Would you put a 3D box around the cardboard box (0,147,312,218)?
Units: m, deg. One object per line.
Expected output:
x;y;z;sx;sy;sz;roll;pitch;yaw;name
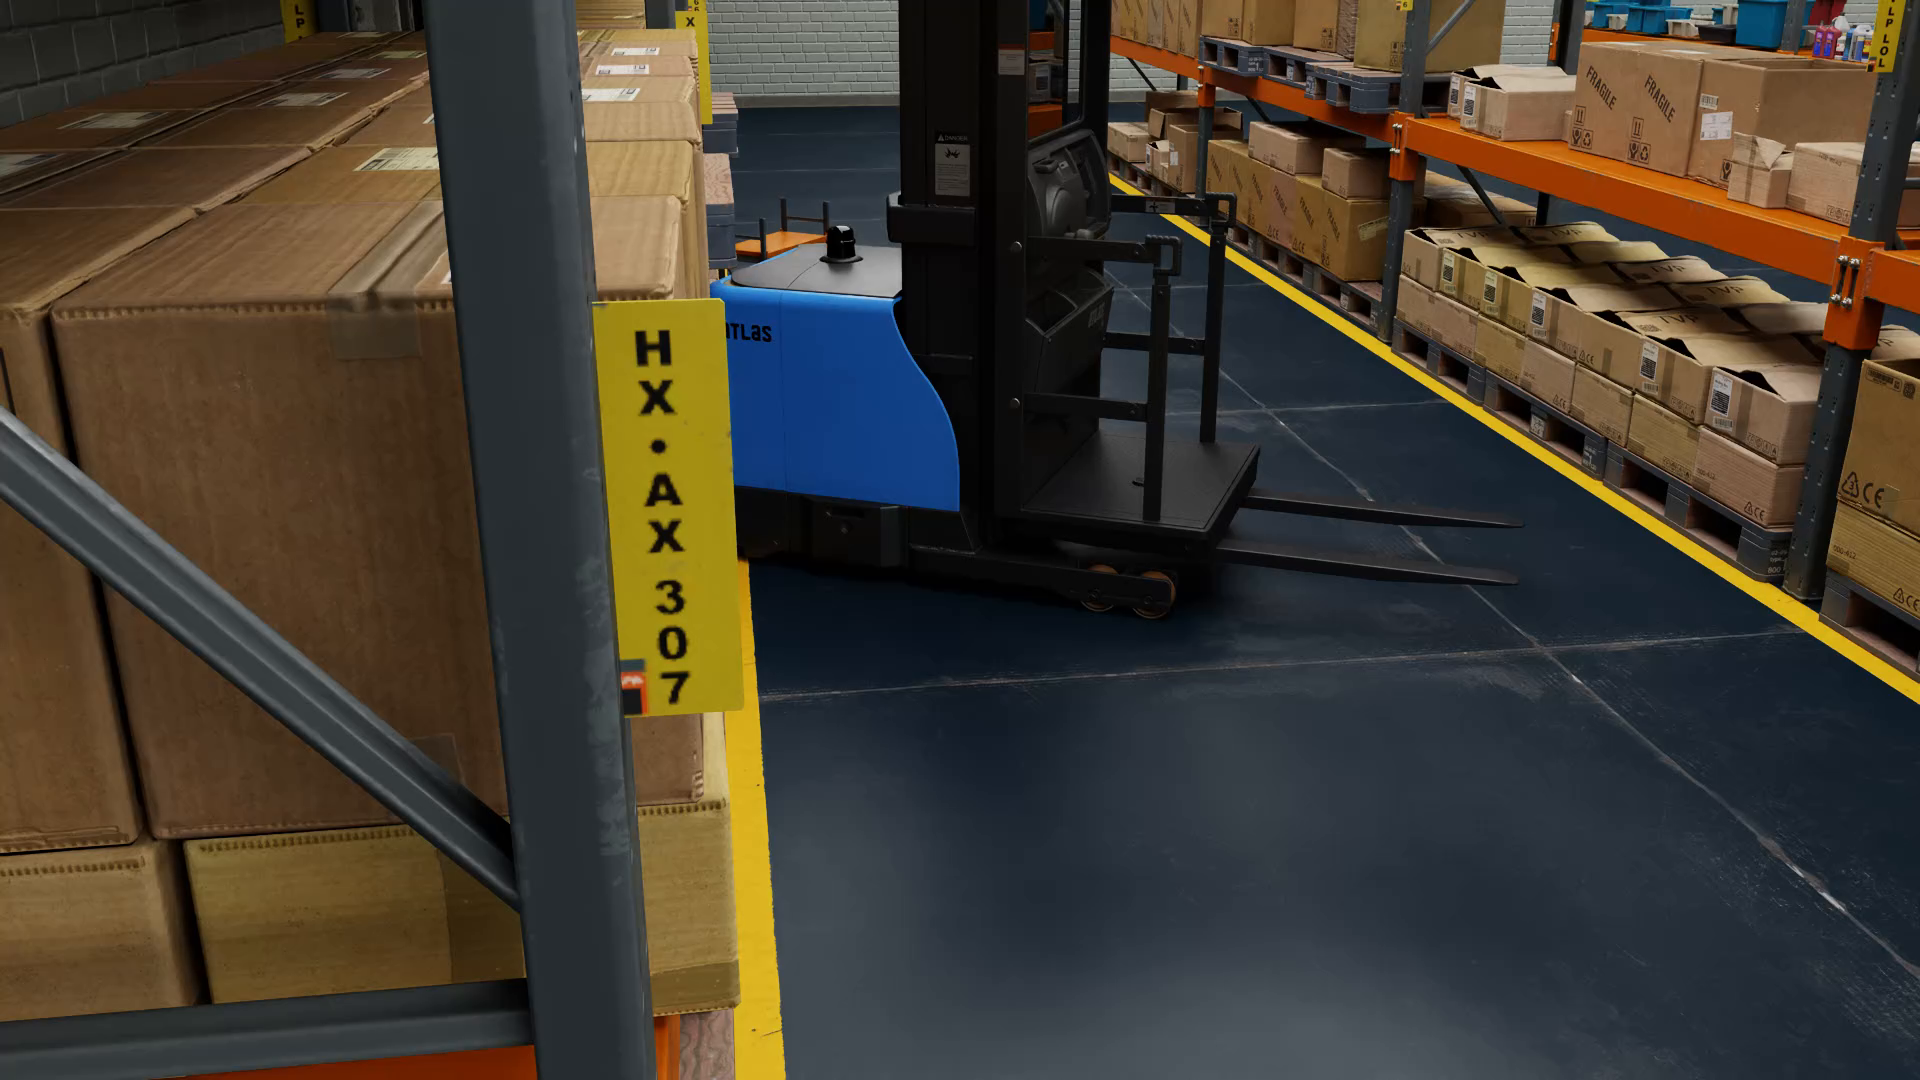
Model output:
-1.096;-0.202;2.085;0.500;0.500;0.500;-3;21;-7;cardboard box

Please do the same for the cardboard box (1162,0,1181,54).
2.015;-4.376;14.002;0.500;0.500;0.500;-2;21;-6;cardboard box

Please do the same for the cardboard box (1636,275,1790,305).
3.534;-1.080;7.849;0.500;0.311;0.500;-2;21;-6;cardboard box

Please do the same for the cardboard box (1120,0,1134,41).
1.792;-4.903;15.414;0.500;0.500;0.500;-3;21;-8;cardboard box

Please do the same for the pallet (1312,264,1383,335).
2.923;-1.560;10.591;1.003;0.211;1.213;-3;21;-8;pallet

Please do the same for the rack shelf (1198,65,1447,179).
2.705;-2.961;11.385;1.077;0.370;4.000;-3;21;-8;rack shelf

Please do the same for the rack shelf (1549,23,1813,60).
7.031;-4.595;15.759;1.077;0.370;4.000;-3;21;-8;rack shelf

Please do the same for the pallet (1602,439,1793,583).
3.425;-0.168;6.863;1.003;0.211;1.213;-3;21;-8;pallet

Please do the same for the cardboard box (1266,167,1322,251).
2.470;-2.313;11.566;0.500;0.500;0.500;-4;21;-10;cardboard box

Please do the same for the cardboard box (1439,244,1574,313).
2.862;-1.399;8.704;0.500;0.311;0.500;-3;21;-9;cardboard box

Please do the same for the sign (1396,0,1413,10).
2.458;-3.080;9.135;0.100;0.325;0.005;-3;21;-8;sign

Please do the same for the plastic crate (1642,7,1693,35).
6.685;-4.912;15.734;0.416;0.233;0.300;-3;21;-8;plastic crate

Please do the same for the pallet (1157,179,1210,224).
2.319;-2.922;14.238;1.003;0.211;1.213;-3;21;-8;pallet

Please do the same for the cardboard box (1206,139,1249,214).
2.245;-2.846;12.992;0.500;0.500;0.500;-4;21;-10;cardboard box

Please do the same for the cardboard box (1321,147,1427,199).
2.614;-2.323;10.521;0.500;0.250;0.500;-2;21;-6;cardboard box

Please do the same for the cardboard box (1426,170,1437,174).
2.982;-2.348;11.660;0.500;0.500;0.500;-4;21;-10;cardboard box

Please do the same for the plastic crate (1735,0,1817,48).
6.914;-4.404;14.158;0.392;0.384;0.575;-3;21;-8;plastic crate

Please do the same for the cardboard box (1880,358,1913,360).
3.757;-0.548;6.424;0.500;0.311;0.500;-3;21;-8;cardboard box

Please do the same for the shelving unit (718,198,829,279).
-0.793;-0.847;7.270;0.258;1.200;0.503;10;23;26;shelving unit

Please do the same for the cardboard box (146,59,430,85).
-1.333;-0.735;3.510;0.500;0.500;0.500;-2;21;-6;cardboard box

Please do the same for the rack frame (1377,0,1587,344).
2.993;-2.606;9.405;1.000;3.000;0.127;-3;21;-8;rack frame

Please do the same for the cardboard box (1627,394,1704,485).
3.152;-0.434;6.919;0.500;0.250;0.500;-3;21;-9;cardboard box

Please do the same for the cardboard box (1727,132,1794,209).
3.261;-1.453;6.511;0.396;0.266;0.258;-3;21;-9;cardboard box

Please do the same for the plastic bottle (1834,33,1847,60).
7.003;-3.912;13.188;0.097;0.201;0.097;0;20;0;plastic bottle

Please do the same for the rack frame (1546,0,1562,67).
6.742;-5.624;17.487;1.000;3.000;0.127;-3;21;-8;rack frame

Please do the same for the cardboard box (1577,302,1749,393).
3.077;-0.871;7.288;0.500;0.311;0.500;-3;21;-8;cardboard box

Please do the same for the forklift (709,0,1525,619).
0.590;-1.301;6.009;3.031;2.935;1.130;7;22;18;forklift

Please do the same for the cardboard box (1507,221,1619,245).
3.312;-1.608;9.263;0.500;0.311;0.500;-2;21;-6;cardboard box

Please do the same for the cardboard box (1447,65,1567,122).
3.002;-2.436;9.078;0.500;0.311;0.500;-2;21;-4;cardboard box

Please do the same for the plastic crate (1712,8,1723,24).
7.292;-4.876;15.637;0.416;0.233;0.300;-3;21;-8;plastic crate

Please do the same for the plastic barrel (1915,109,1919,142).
7.482;-3.018;12.909;0.600;0.901;0.708;-3;21;-8;plastic barrel

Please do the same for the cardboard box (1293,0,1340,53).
2.732;-3.626;11.393;0.700;0.500;0.500;-8;22;-21;cardboard box

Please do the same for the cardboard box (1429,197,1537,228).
3.210;-1.813;10.226;0.500;0.500;0.500;-2;21;-5;cardboard box

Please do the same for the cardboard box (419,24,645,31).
-1.371;-1.400;5.407;0.700;0.500;0.500;-3;21;-8;cardboard box

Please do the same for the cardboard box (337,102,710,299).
-0.656;-0.406;2.631;0.500;0.500;0.500;-4;21;-10;cardboard box

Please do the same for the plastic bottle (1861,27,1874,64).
7.051;-3.831;12.870;0.097;0.271;0.097;0;20;0;plastic bottle

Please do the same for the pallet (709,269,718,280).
-2.120;-1.746;11.090;1.003;0.211;1.213;-3;21;-8;pallet

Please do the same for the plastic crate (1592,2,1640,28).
6.547;-5.244;16.622;0.416;0.233;0.300;-3;21;-8;plastic crate

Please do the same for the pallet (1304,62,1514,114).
2.826;-2.747;10.058;1.213;0.211;1.003;-3;21;-8;pallet

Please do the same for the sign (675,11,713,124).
-0.796;-1.405;4.954;0.100;0.325;0.005;-3;21;-8;sign

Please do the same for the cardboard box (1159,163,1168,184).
1.940;-3.171;14.365;0.380;0.149;0.250;-3;21;-8;cardboard box

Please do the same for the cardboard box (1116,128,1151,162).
1.782;-3.745;15.756;0.500;0.250;0.500;-3;21;-8;cardboard box

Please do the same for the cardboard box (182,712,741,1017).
-0.511;0.291;1.835;0.500;0.250;0.500;-4;21;-9;cardboard box

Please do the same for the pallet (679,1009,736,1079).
-1.021;0.991;3.762;1.003;0.211;1.213;-3;21;-8;pallet

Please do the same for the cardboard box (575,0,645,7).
-1.629;-2.015;7.052;0.700;0.500;0.500;-3;21;-8;cardboard box

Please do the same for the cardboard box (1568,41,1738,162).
3.251;-2.072;7.835;0.500;0.500;0.500;-4;21;-11;cardboard box

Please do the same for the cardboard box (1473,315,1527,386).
2.932;-0.964;8.341;0.500;0.250;0.500;-3;21;-9;cardboard box

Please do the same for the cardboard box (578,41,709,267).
-0.880;-0.939;4.058;0.500;0.500;0.500;-3;21;-8;cardboard box

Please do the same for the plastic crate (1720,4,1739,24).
7.281;-4.750;15.229;0.437;0.282;0.530;-3;21;-8;plastic crate

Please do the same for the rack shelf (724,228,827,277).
-0.793;-1.215;7.132;0.258;0.148;0.480;10;23;26;rack shelf

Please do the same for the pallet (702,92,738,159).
-1.700;-2.023;8.120;1.213;0.211;1.003;-3;21;-8;pallet
